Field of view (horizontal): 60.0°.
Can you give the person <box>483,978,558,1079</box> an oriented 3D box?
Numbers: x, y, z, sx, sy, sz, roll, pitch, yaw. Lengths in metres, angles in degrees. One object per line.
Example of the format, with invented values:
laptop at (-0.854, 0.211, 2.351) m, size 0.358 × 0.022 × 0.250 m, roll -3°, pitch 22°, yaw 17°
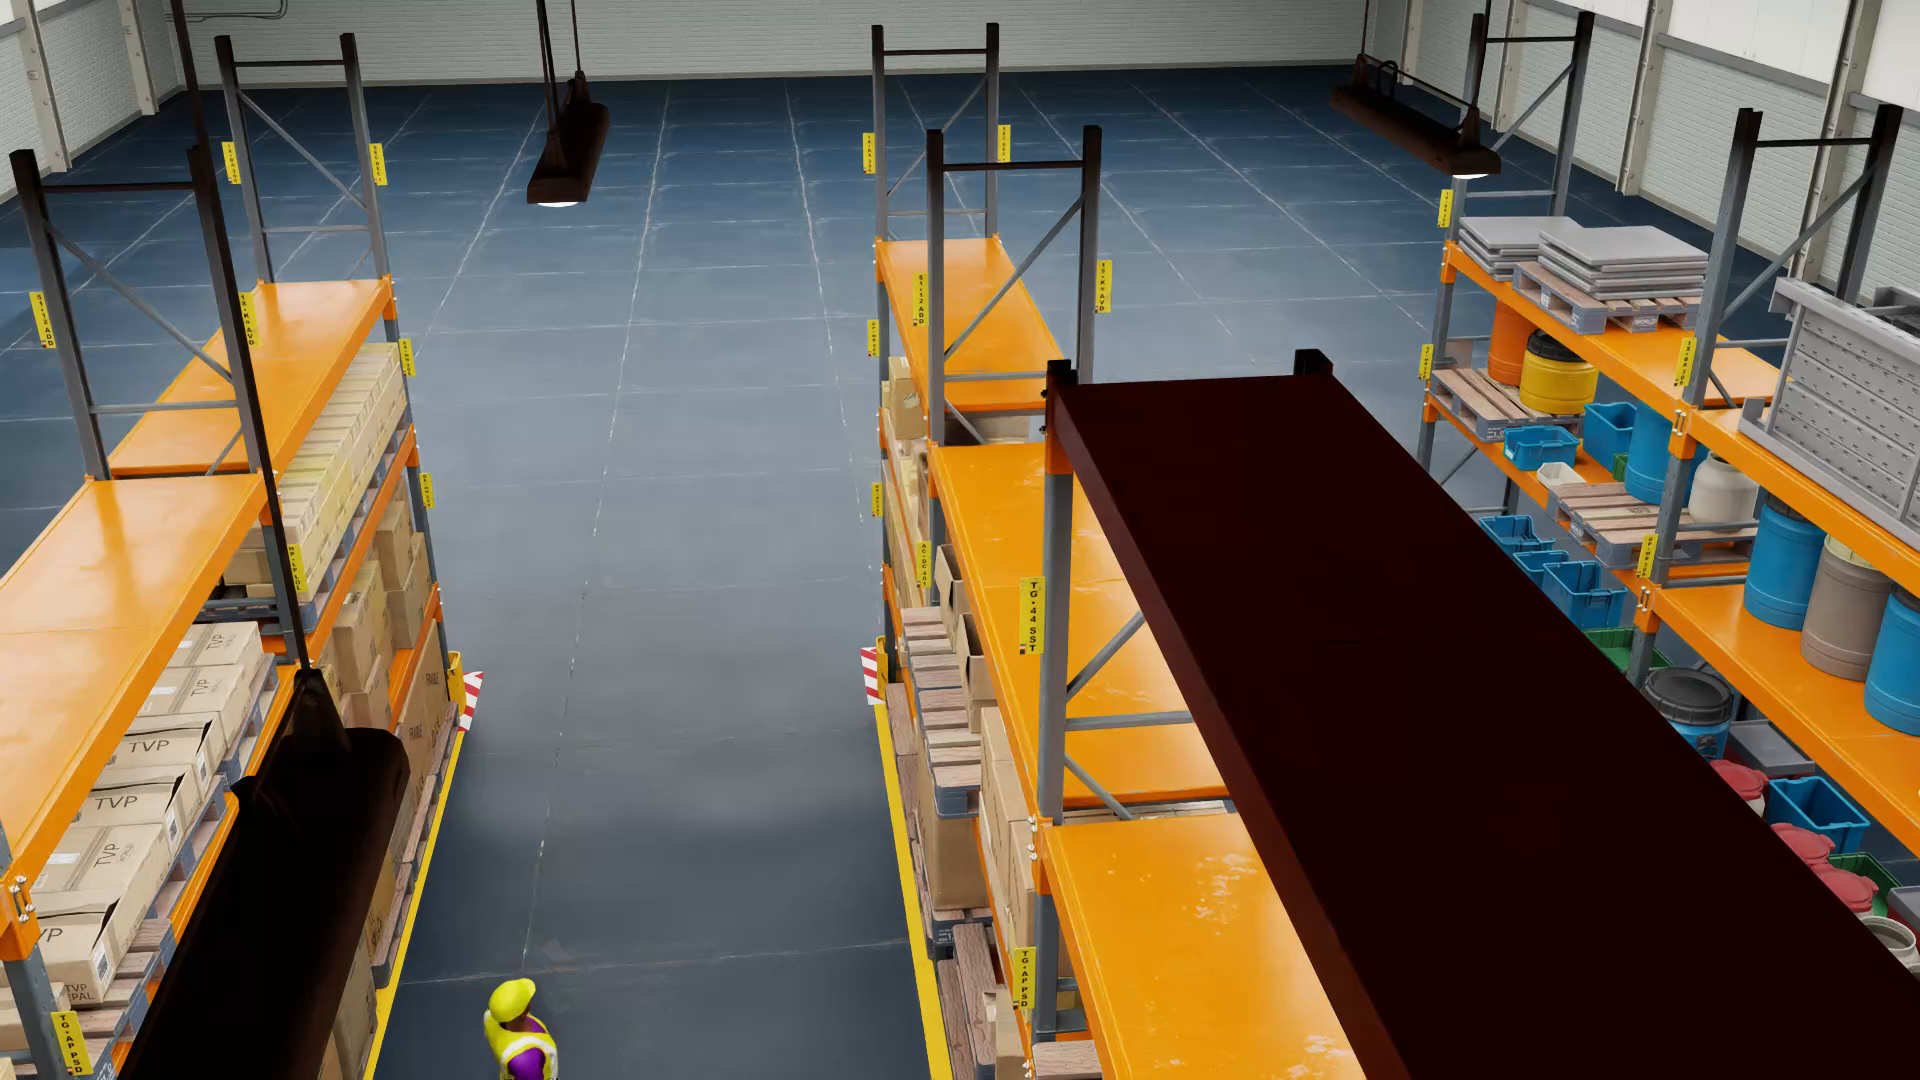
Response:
person at (-2.501, 3.232, 9.667) m, size 0.388 × 1.763 × 0.627 m, roll -9°, pitch 27°, yaw -18°
